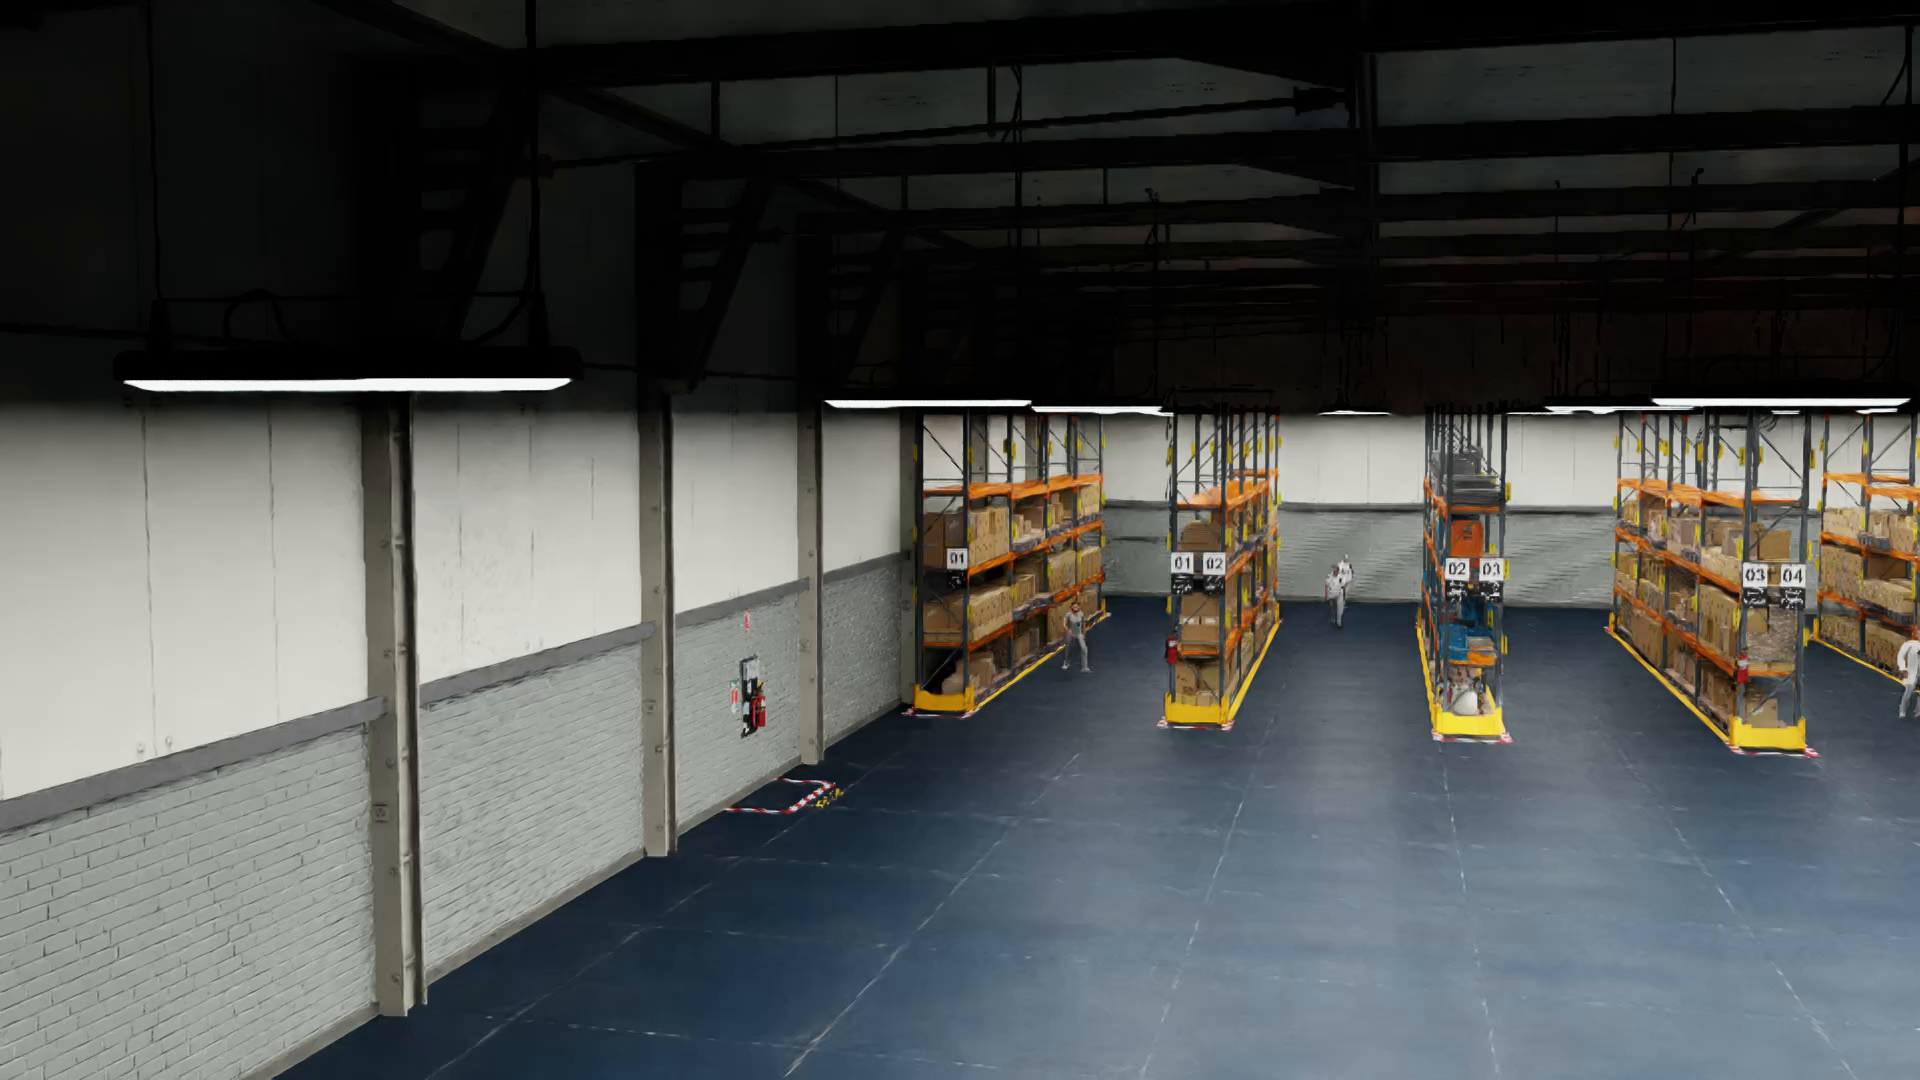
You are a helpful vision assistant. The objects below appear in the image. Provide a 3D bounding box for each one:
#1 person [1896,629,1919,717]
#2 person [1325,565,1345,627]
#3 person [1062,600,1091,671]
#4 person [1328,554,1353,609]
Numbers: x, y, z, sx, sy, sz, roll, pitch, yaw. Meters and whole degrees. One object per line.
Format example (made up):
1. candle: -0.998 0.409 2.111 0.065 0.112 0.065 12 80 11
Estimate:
1. person: 18.189 2.512 31.593 0.729 1.699 0.546 1 4 13
2. person: 10.273 1.507 45.554 0.542 1.672 1.126 1 4 17
3. person: 2.605 2.156 37.511 0.609 1.570 0.817 0 4 -3
4. person: 11.349 1.234 49.577 0.654 1.655 0.530 -2 5 -26
